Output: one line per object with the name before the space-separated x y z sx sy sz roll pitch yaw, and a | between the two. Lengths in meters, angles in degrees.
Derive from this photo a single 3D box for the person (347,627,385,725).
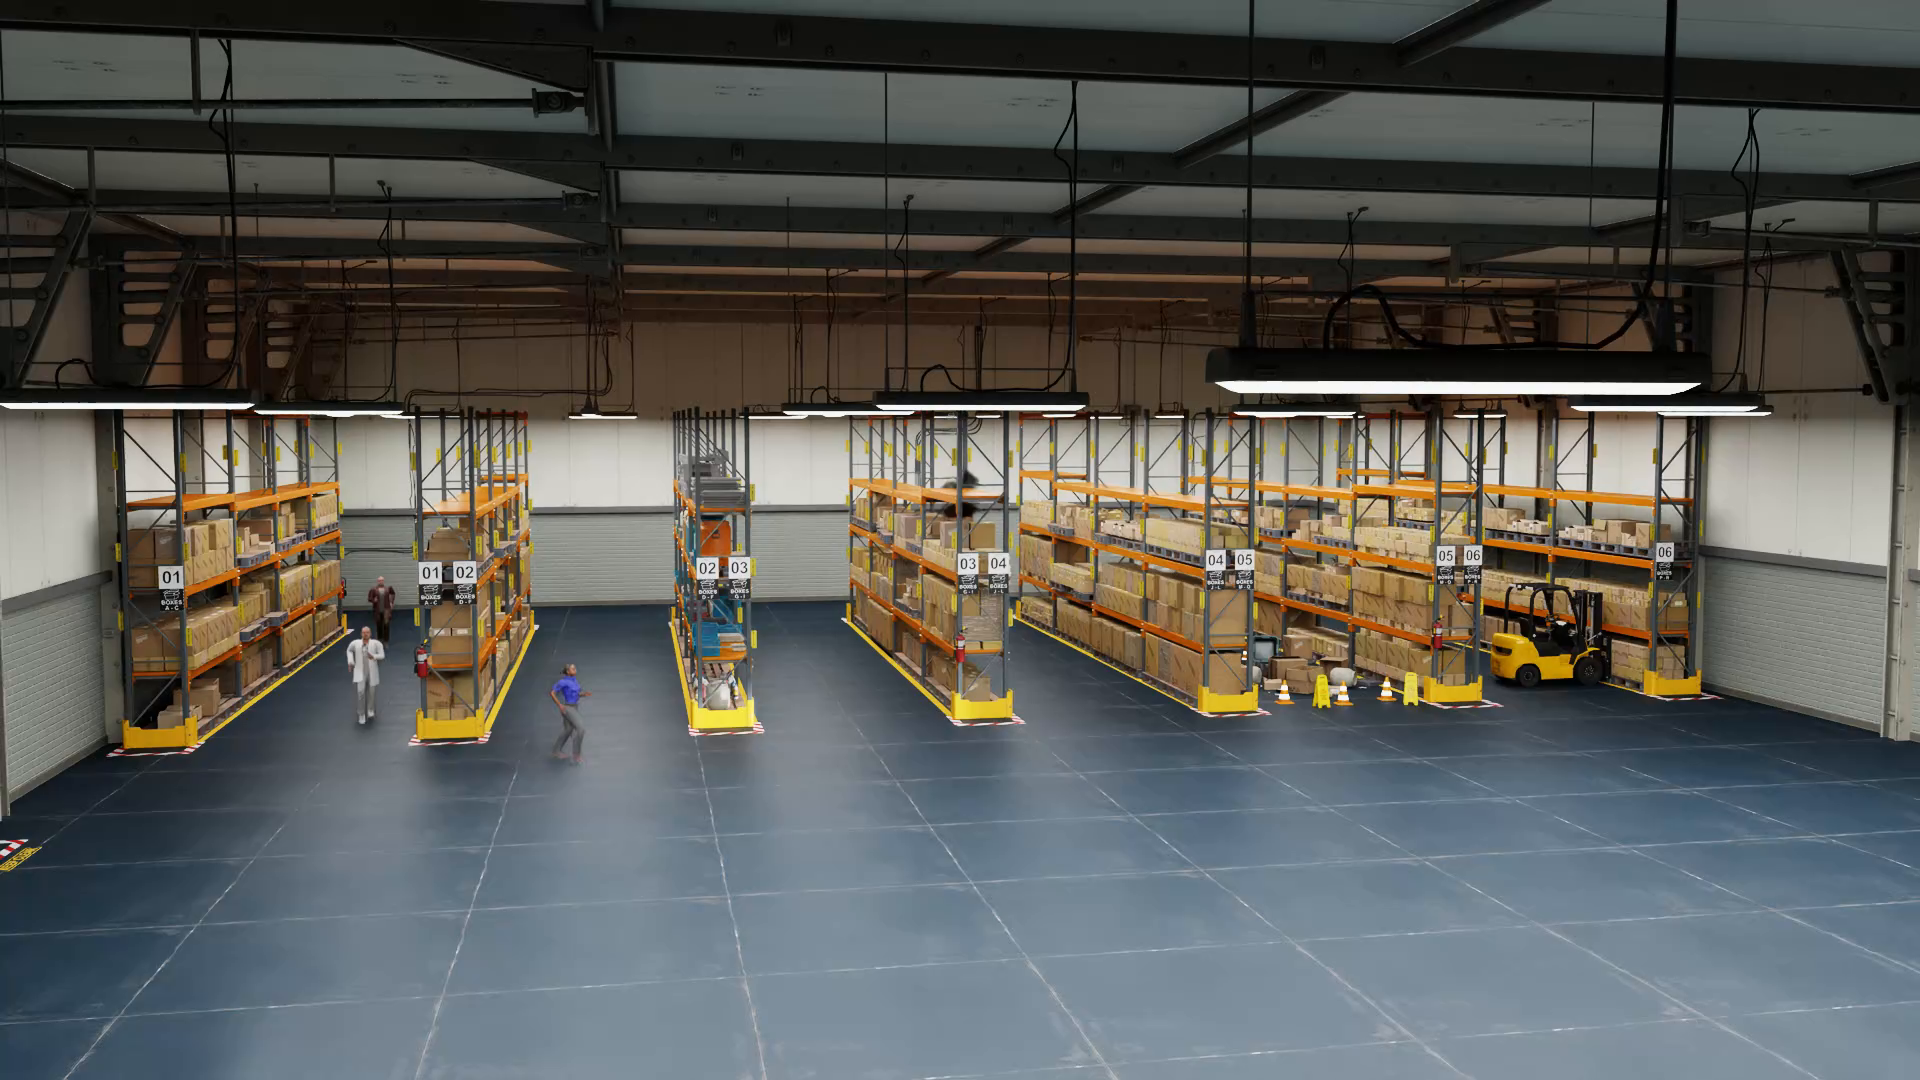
person | -11.344 2.575 31.776 0.672 1.847 0.826 -2 4 -21

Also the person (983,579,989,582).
person | 0.760 1.374 48.822 0.902 1.741 0.753 -4 6 -44

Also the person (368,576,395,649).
person | -14.689 1.827 42.230 0.654 1.824 0.952 -1 4 -17

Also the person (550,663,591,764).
person | -6.539 2.923 27.924 0.738 1.706 0.543 0 4 4
